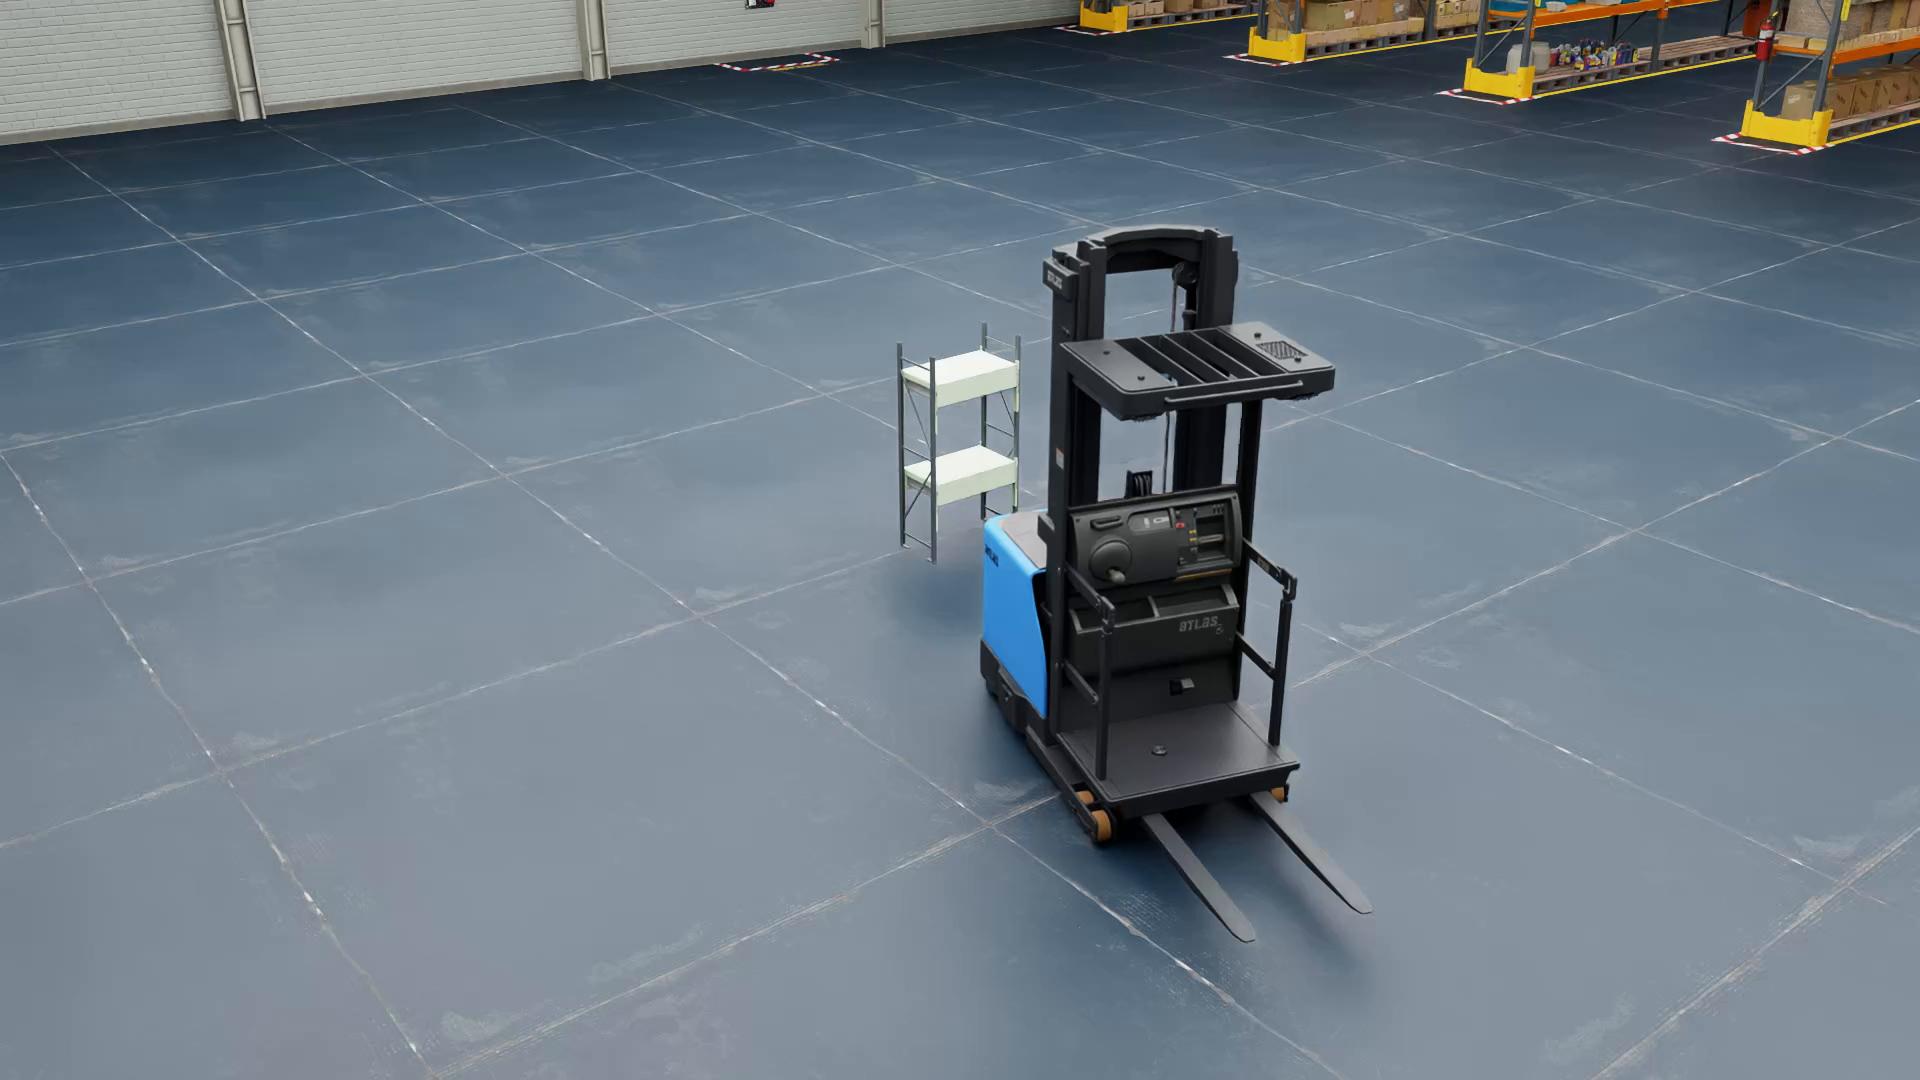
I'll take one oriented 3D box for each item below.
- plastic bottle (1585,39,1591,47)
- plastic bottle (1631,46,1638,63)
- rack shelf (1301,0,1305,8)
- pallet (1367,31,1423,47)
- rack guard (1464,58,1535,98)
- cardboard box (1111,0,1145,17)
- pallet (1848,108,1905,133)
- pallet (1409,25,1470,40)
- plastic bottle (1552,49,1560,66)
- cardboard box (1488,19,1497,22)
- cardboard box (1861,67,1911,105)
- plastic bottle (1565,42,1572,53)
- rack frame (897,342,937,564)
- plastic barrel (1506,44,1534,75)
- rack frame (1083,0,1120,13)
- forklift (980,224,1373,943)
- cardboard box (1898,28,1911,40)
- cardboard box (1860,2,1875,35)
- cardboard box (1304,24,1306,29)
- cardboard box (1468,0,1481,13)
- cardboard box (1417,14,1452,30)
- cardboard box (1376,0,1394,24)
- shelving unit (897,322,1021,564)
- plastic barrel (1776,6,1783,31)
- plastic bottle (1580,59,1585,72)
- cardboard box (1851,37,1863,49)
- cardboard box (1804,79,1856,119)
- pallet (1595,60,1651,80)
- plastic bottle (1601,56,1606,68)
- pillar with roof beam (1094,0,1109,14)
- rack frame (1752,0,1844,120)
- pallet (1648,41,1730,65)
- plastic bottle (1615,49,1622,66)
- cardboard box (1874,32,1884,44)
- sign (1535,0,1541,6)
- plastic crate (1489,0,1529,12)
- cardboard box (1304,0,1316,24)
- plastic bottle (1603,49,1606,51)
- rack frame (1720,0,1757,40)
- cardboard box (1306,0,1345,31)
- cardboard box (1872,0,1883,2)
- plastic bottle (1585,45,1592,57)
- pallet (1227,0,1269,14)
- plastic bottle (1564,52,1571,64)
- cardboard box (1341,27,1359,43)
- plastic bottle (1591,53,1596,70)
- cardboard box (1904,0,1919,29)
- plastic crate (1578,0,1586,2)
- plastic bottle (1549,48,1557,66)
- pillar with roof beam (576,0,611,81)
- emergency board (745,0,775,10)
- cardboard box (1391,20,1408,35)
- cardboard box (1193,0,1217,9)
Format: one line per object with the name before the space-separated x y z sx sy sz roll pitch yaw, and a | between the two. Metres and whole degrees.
plastic bottle | 11.348 -8.889 30.092 0.185 0.351 0.144 -17 30 -33
plastic bottle | 12.065 -8.697 29.757 0.133 0.283 0.061 -17 30 -32
rack shelf | 7.612 -10.760 32.352 4.000 0.370 1.077 -18 31 -34
pallet | 8.534 -10.148 33.492 1.213 0.211 1.003 -18 31 -34
rack guard | 9.123 -7.826 28.146 0.348 0.500 1.175 -18 31 -34
cardboard box | 3.579 -11.336 35.412 0.500 0.311 0.500 -23 33 -40
pallet | 13.828 -6.553 25.747 1.213 0.211 1.003 -18 31 -34
pallet | 9.742 -10.545 34.348 1.213 0.211 1.003 -18 31 -34
plastic bottle | 10.548 -8.536 29.410 0.133 0.283 0.061 -18 31 -34
cardboard box | 10.866 -10.971 34.721 0.500 0.250 0.500 -18 30 -33
cardboard box | 14.510 -7.138 26.164 0.500 0.500 0.500 -9 26 -18
plastic bottle | 10.865 -8.730 29.749 0.185 0.351 0.144 -19 31 -34
rack frame | -0.293 -0.583 11.353 0.023 1.500 0.400 -18 31 -34
plastic barrel | 9.563 -8.183 28.402 0.421 0.512 0.421 0 25 0
rack frame | 2.979 -12.207 34.615 0.127 3.000 1.000 -18 31 -34
forklift | 1.089 0.029 8.333 1.130 2.935 3.031 -8 26 -18
cardboard box | 14.119 -7.671 25.141 0.250 0.149 0.380 -18 31 -34
cardboard box | 12.917 -7.767 24.579 0.500 0.500 0.875 -18 31 -34
cardboard box | 6.664 -9.881 32.372 0.500 0.250 0.500 -18 31 -34
cardboard box | 10.469 -11.091 34.313 0.500 0.311 0.500 -19 31 -36
cardboard box | 9.656 -10.571 33.860 0.500 0.250 0.500 -19 31 -35
cardboard box | 8.164 -10.439 32.683 0.500 0.500 0.500 -18 31 -34
shelving unit | -0.005 -0.679 11.558 0.755 1.500 0.431 -18 31 -34
plastic barrel | 16.151 -10.374 33.123 0.421 0.512 0.421 0 25 0
plastic bottle | 10.792 -8.249 28.891 0.097 0.201 0.097 0 25 0
cardboard box | 12.934 -7.283 24.306 0.250 0.149 0.380 -18 31 -34
cardboard box | 13.099 -6.664 25.143 0.500 0.500 0.500 -10 27 -21
pallet | 11.685 -8.538 30.024 1.213 0.211 1.003 -18 31 -34
plastic bottle | 11.299 -8.417 29.251 0.097 0.201 0.097 0 25 0
pillar with roof beam | 5.652 -13.970 31.289 0.400 9.000 9.100 -18 31 -34
rack frame | 12.148 -7.284 24.009 0.127 3.000 1.000 -18 31 -34
pallet | 13.794 -9.234 31.524 1.213 0.211 1.003 -18 31 -34
plastic bottle | 11.657 -8.562 29.467 0.133 0.283 0.061 -16 29 -31
cardboard box | 13.499 -7.492 24.755 0.250 0.149 0.380 -18 31 -34
sign | 9.428 -8.867 27.091 0.005 0.325 0.100 -18 31 -34
plastic crate | 9.301 -9.086 28.069 0.616 0.251 0.499 -18 31 -34
cardboard box | 7.055 -10.352 32.497 0.500 0.500 0.500 -18 31 -34
plastic bottle | 11.422 -8.562 29.466 0.133 0.283 0.061 -18 31 -34
rack frame | 15.387 -11.003 32.022 0.127 3.000 1.000 -18 31 -34
cardboard box | 6.990 -10.046 31.837 0.500 0.500 0.500 -18 31 -34
cardboard box | 13.147 -8.098 24.103 0.500 0.500 0.500 -18 31 -34
plastic bottle | 11.309 -8.776 29.942 0.097 0.271 0.097 0 25 0
pallet | 6.738 -12.183 37.878 1.213 0.211 1.003 -18 31 -34
plastic bottle | 10.828 -8.585 29.614 0.097 0.201 0.097 0 25 0
cardboard box | 7.382 -9.836 32.275 0.500 0.250 0.500 -18 31 -34
plastic bottle | 11.059 -8.369 29.066 0.097 0.271 0.097 0 25 0
cardboard box | 14.157 -8.125 25.349 0.500 0.500 0.875 -18 31 -34
plastic crate | 10.997 -9.608 29.269 0.662 0.188 0.450 -18 31 -34
plastic bottle | 10.482 -8.567 29.487 0.135 0.276 0.152 -18 30 -34
pillar with roof beam | -3.791 -10.853 24.572 0.400 9.000 9.100 -18 31 -34
emergency board | -3.694 -10.487 30.910 0.643 1.169 0.194 -18 31 -34
cardboard box | 8.556 -10.229 33.123 0.500 0.250 0.500 -18 31 -34
cardboard box | 5.334 -12.028 36.678 0.500 0.500 0.500 -21 32 -38
